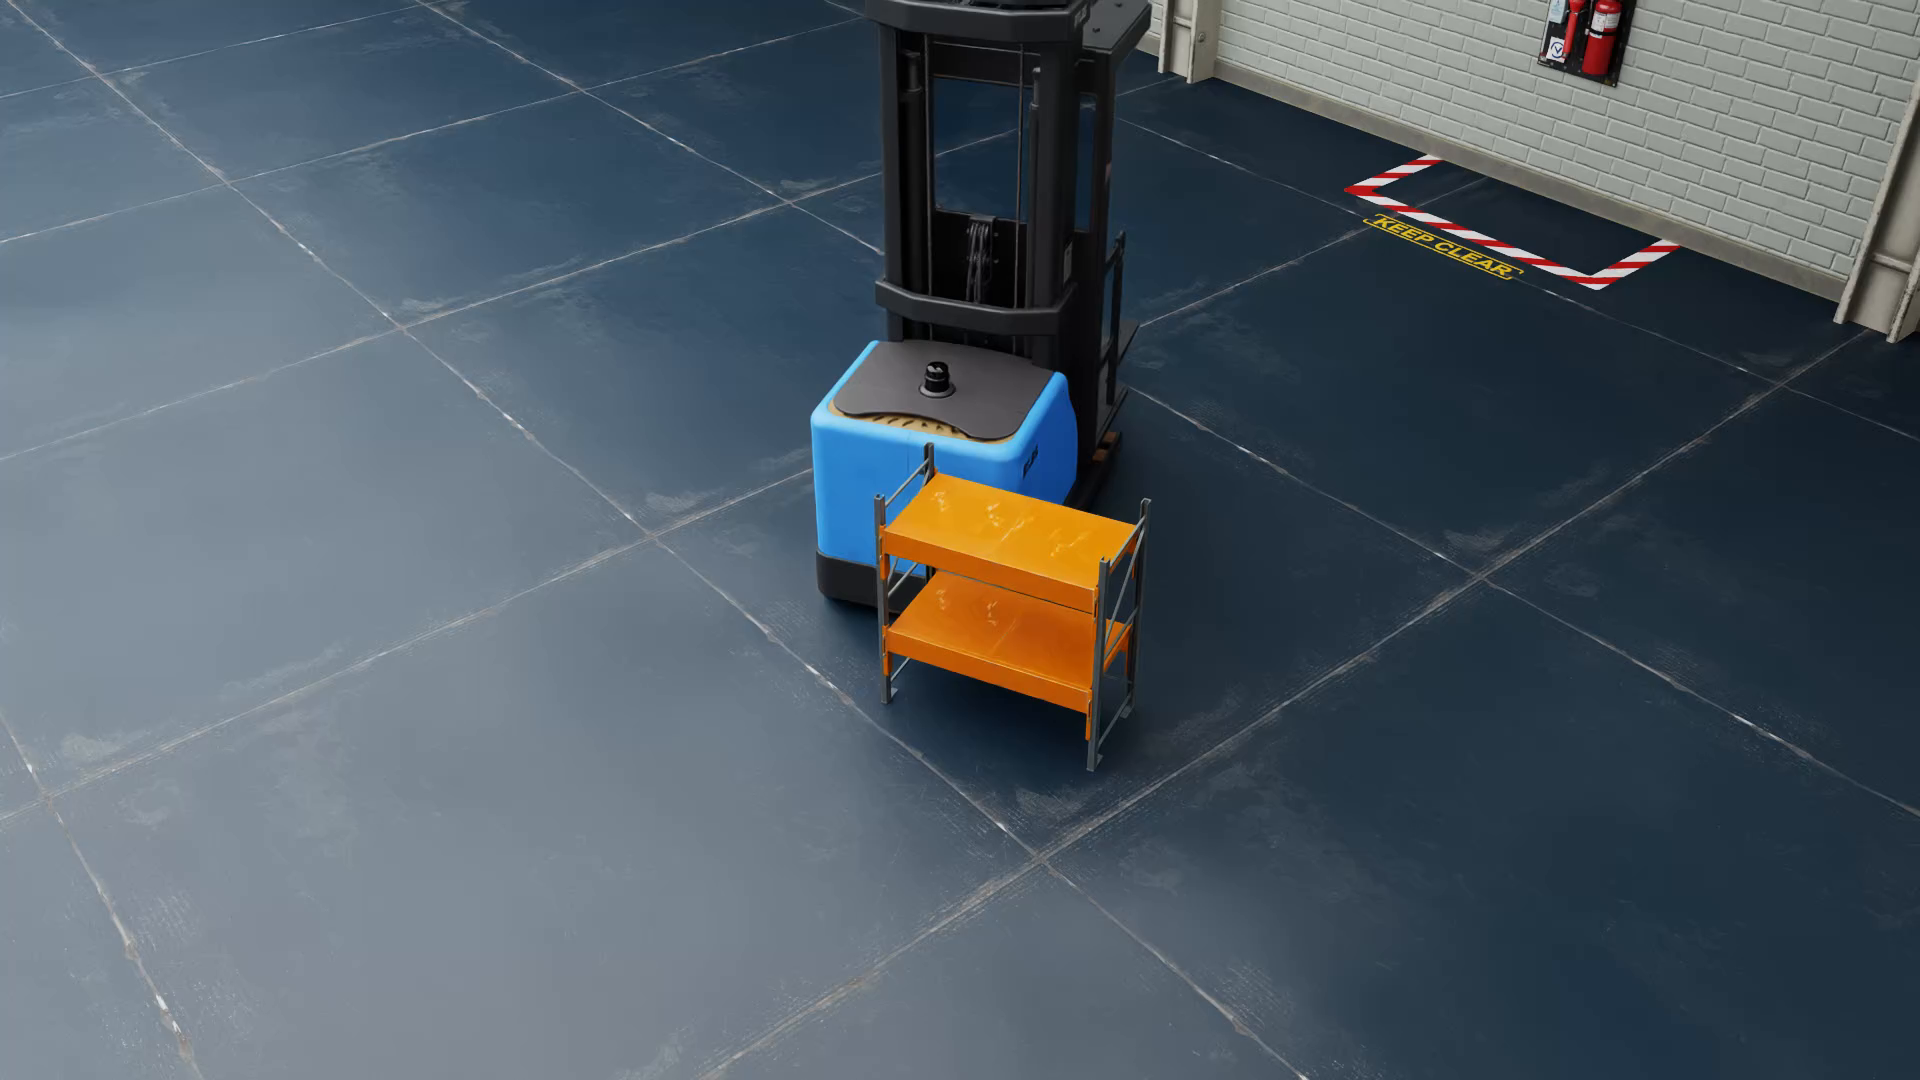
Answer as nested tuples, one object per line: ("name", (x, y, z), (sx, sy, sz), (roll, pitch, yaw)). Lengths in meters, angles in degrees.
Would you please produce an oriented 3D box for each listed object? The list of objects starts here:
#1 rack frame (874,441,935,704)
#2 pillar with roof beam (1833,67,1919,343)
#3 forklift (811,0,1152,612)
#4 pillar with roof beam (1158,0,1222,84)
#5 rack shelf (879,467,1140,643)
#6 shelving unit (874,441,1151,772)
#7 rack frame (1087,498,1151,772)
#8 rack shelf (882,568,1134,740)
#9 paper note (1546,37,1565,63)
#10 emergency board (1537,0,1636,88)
("rack frame", (-0.237, 0.158, 7.455), (0.032, 1.125, 0.500), (16, 38, 21))
("pillar with roof beam", (2.536, -3.437, 5.718), (9.100, 9.000, 0.400), (-26, 43, -32))
("forklift", (0.268, -1.602, 8.378), (1.130, 2.935, 3.031), (12, 37, 16))
("pillar with roof beam", (-1.336, -6.086, 9.458), (9.100, 9.000, 0.400), (-26, 43, -32))
("rack shelf", (0.219, 0.048, 7.103), (1.000, 0.278, 0.538), (16, 38, 21))
("shelving unit", (0.219, 0.287, 7.273), (1.048, 1.125, 0.538), (16, 38, 21))
("rack frame", (0.675, 0.416, 7.090), (0.032, 1.125, 0.500), (16, 38, 21))
("rack shelf", (0.219, 0.487, 7.414), (1.000, 0.278, 0.538), (16, 38, 21))
("paper note", (4.197, -3.444, 11.681), (0.016, 0.148, 0.142), (-26, 43, -32))
("emergency board", (4.259, -3.699, 11.279), (0.194, 1.169, 0.643), (-26, 43, -32))
